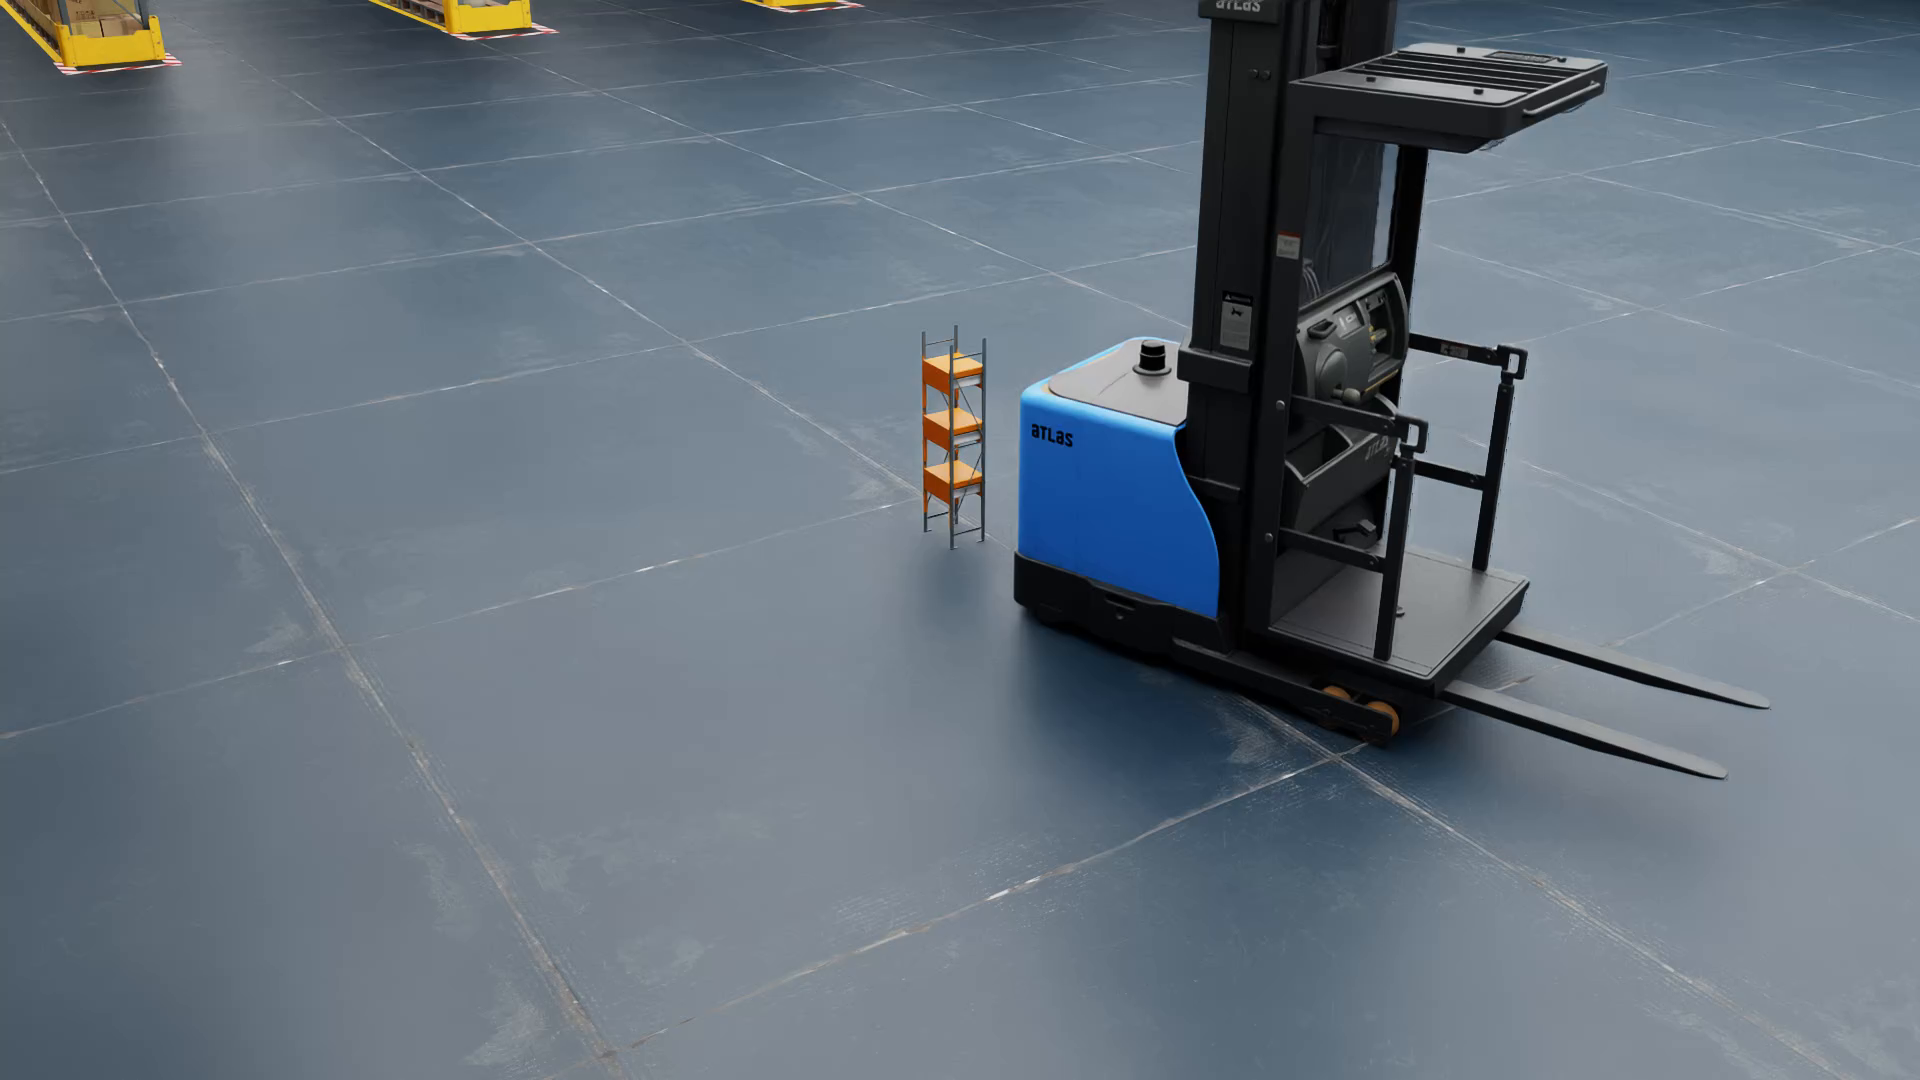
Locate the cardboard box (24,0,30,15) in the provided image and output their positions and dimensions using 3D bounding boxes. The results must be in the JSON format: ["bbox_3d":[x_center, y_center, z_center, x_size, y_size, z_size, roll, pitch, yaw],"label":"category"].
[{"bbox_3d":[-12.951,-7.600,23.564,0.500,0.250,0.500,-16,29,-30],"label":"cardboard box"}]

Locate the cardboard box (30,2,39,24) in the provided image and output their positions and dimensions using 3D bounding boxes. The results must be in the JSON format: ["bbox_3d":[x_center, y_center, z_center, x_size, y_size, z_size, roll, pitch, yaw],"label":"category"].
[{"bbox_3d":[-12.413,-7.240,22.801,0.500,0.250,0.500,-16,29,-30],"label":"cardboard box"}]

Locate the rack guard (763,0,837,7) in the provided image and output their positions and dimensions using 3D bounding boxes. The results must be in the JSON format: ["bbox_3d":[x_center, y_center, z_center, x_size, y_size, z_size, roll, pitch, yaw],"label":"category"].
[{"bbox_3d":[-2.506,-8.663,26.015,1.175,0.500,0.348,-16,29,-30],"label":"rack guard"}]

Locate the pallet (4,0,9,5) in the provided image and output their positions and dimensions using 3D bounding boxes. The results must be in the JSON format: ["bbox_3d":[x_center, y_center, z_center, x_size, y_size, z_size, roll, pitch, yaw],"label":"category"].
[{"bbox_3d":[-14.717,-8.756,26.550,1.003,0.211,1.213,-16,29,-30],"label":"pallet"}]

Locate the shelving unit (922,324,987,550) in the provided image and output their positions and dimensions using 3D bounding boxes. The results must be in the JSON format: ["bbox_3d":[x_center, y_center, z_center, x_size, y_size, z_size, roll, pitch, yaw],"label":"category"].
[{"bbox_3d":[-0.029,-0.494,8.066,0.215,1.050,0.252,-16,29,-30],"label":"shelving unit"}]

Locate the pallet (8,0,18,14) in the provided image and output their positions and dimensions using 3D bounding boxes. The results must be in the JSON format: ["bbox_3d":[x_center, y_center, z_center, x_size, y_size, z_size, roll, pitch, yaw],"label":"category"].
[{"bbox_3d":[-14.055,-8.320,25.627,1.003,0.211,1.213,-16,29,-30],"label":"pallet"}]

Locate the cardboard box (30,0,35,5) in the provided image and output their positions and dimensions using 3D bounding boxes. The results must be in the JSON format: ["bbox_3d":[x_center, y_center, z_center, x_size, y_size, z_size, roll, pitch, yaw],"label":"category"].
[{"bbox_3d":[-12.413,-7.579,22.641,0.500,0.500,0.500,-16,29,-30],"label":"cardboard box"}]

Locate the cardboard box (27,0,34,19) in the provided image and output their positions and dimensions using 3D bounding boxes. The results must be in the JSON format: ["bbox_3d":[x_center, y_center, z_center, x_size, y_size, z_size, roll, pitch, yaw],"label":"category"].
[{"bbox_3d":[-12.682,-7.420,23.182,0.500,0.250,0.500,-16,29,-30],"label":"cardboard box"}]

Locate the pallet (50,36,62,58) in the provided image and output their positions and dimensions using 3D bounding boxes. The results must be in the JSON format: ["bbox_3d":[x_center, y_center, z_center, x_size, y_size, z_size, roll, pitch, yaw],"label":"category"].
[{"bbox_3d":[-11.219,-6.462,21.691,1.003,0.211,1.213,-16,29,-30],"label":"pallet"}]

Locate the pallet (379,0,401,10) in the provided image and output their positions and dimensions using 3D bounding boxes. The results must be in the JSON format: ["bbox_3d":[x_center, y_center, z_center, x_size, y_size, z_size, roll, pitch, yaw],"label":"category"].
[{"bbox_3d":[-8.466,-8.532,26.076,1.003,0.211,1.213,-16,29,-30],"label":"pallet"}]

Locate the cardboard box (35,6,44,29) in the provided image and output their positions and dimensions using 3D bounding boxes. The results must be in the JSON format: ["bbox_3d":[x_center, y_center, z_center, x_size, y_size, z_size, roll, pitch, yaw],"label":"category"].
[{"bbox_3d":[-12.135,-7.062,22.425,0.500,0.250,0.500,-16,29,-30],"label":"cardboard box"}]

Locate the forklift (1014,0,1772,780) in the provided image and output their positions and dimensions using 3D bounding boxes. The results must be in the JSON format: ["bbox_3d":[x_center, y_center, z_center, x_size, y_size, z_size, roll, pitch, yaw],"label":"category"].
[{"bbox_3d":[1.721,-0.777,6.464,3.031,2.935,1.130,18,31,33],"label":"forklift"}]

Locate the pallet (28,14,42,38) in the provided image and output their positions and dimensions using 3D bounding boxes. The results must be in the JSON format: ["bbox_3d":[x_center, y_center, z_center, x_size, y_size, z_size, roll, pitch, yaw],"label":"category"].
[{"bbox_3d":[-12.551,-7.334,23.539,1.003,0.211,1.213,-16,29,-30],"label":"pallet"}]

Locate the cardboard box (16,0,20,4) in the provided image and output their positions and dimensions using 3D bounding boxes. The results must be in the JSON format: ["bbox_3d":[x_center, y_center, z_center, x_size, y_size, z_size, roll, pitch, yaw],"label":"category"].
[{"bbox_3d":[-13.694,-8.098,24.620,0.500,0.250,0.500,-16,30,-30],"label":"cardboard box"}]

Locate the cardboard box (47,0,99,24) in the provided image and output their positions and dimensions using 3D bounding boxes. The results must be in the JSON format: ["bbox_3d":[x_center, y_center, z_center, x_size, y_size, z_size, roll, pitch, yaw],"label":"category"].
[{"bbox_3d":[-11.308,-6.867,21.133,0.500,0.500,0.500,-16,29,-30],"label":"cardboard box"}]

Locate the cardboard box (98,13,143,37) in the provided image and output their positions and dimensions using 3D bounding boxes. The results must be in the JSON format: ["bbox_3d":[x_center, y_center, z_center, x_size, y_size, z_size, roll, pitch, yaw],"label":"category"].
[{"bbox_3d":[-10.872,-6.649,21.550,0.500,0.250,0.500,-16,29,-30],"label":"cardboard box"}]

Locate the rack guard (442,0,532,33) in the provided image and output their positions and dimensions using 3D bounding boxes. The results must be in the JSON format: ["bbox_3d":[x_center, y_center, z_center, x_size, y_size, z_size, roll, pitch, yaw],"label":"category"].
[{"bbox_3d":[-6.695,-7.498,23.547,1.175,0.500,0.348,-16,29,-30],"label":"rack guard"}]

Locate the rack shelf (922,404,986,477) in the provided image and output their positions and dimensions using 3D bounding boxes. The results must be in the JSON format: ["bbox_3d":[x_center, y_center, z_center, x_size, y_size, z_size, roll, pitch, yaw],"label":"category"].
[{"bbox_3d":[-0.029,-0.484,8.071,0.215,0.259,0.240,-16,29,-30],"label":"rack shelf"}]

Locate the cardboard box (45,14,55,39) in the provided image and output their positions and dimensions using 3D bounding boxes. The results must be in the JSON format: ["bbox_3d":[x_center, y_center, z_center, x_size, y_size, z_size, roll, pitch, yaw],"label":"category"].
[{"bbox_3d":[-11.589,-6.704,21.667,0.500,0.250,0.500,-16,29,-30],"label":"cardboard box"}]

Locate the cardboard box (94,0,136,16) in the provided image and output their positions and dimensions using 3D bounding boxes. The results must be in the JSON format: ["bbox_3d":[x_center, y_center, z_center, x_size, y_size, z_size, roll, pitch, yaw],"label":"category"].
[{"bbox_3d":[-11.147,-7.167,21.768,0.500,0.500,0.500,-16,29,-30],"label":"cardboard box"}]

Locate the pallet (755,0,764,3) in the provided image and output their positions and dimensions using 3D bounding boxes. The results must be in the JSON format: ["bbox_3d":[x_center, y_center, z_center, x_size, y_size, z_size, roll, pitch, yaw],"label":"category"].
[{"bbox_3d":[-2.919,-8.831,26.710,1.003,0.211,1.213,-16,29,-30],"label":"pallet"}]

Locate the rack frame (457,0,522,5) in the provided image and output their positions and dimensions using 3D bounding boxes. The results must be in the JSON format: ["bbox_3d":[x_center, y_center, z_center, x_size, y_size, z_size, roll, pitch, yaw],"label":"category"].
[{"bbox_3d":[-6.614,-8.612,22.979,1.000,3.000,0.127,-16,29,-30],"label":"rack frame"}]

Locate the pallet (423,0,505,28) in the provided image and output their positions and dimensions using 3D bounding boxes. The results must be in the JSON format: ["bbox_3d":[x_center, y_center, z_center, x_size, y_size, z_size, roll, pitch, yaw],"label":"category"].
[{"bbox_3d":[-7.134,-7.659,24.227,1.003,0.211,1.213,-16,29,-30],"label":"pallet"}]

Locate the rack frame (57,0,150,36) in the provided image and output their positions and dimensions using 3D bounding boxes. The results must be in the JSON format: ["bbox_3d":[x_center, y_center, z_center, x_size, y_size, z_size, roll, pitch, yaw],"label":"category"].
[{"bbox_3d":[-10.766,-7.459,20.537,1.000,3.000,0.127,-16,29,-30],"label":"rack frame"}]

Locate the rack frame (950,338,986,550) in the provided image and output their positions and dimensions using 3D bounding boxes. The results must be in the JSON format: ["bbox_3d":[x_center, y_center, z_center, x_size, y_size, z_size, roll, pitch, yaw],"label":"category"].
[{"bbox_3d":[0.037,-0.450,7.974,0.200,1.050,0.008,-16,29,-30],"label":"rack frame"}]

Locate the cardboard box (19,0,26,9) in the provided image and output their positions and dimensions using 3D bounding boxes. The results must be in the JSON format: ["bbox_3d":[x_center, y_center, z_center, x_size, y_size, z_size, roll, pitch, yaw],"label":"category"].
[{"bbox_3d":[-13.419,-7.917,24.236,0.500,0.250,0.500,-16,30,-30],"label":"cardboard box"}]

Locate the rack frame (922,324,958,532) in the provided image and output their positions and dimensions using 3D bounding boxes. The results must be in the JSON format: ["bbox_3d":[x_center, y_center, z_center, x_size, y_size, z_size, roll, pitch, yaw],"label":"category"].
[{"bbox_3d":[-0.096,-0.538,8.159,0.200,1.050,0.008,-16,29,-30],"label":"rack frame"}]

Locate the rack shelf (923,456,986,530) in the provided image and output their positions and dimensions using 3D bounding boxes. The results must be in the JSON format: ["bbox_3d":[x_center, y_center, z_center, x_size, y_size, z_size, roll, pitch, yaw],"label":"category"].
[{"bbox_3d":[-0.029,-0.233,8.190,0.215,0.259,0.240,-16,29,-30],"label":"rack shelf"}]

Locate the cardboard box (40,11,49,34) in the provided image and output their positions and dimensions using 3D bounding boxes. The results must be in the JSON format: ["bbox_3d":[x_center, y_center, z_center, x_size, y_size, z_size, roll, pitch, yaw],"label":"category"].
[{"bbox_3d":[-11.864,-6.883,22.045,0.500,0.250,0.500,-16,29,-30],"label":"cardboard box"}]

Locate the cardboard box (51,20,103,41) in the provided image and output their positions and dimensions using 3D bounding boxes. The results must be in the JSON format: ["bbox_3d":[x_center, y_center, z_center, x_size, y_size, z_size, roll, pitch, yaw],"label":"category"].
[{"bbox_3d":[-11.306,-6.528,21.294,0.500,0.250,0.500,-16,29,-30],"label":"cardboard box"}]

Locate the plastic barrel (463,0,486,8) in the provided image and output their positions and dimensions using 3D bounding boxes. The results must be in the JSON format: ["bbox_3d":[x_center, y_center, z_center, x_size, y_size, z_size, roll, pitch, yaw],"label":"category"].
[{"bbox_3d":[-7.037,-7.894,23.881,0.421,0.512,0.421,0,25,0],"label":"plastic barrel"}]

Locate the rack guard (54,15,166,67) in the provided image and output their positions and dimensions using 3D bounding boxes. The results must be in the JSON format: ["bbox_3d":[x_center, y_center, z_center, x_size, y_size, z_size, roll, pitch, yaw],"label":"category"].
[{"bbox_3d":[-10.753,-6.320,21.052,1.175,0.500,0.348,-16,29,-30],"label":"rack guard"}]

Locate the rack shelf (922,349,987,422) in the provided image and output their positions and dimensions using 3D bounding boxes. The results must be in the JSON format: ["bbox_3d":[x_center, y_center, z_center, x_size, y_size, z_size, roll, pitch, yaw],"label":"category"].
[{"bbox_3d":[-0.029,-0.741,7.950,0.215,0.259,0.240,-16,29,-30],"label":"rack shelf"}]

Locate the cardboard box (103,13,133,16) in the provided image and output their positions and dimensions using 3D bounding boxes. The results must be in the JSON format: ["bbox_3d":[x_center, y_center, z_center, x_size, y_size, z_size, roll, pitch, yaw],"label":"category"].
[{"bbox_3d":[-11.149,-6.827,21.927,0.500,0.250,0.500,-16,29,-30],"label":"cardboard box"}]

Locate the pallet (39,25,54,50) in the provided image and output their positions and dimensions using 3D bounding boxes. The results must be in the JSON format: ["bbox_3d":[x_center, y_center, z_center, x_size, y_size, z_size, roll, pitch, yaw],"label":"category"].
[{"bbox_3d":[-11.881,-6.898,22.614,1.003,0.211,1.213,-16,29,-30],"label":"pallet"}]

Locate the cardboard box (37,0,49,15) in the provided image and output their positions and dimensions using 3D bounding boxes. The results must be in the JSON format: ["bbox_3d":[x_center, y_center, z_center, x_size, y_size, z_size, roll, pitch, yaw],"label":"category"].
[{"bbox_3d":[-11.866,-7.221,21.884,0.500,0.500,0.500,-16,29,-30],"label":"cardboard box"}]

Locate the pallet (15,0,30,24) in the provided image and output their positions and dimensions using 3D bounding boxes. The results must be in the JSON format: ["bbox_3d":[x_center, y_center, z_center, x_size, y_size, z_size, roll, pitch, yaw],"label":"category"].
[{"bbox_3d":[-13.385,-7.883,24.701,1.003,0.211,1.213,-16,29,-30],"label":"pallet"}]

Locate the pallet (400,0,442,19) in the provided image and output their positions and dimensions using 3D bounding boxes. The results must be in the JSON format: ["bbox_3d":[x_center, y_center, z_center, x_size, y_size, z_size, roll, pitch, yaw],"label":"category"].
[{"bbox_3d":[-7.796,-8.095,25.150,1.003,0.211,1.213,-16,29,-30],"label":"pallet"}]

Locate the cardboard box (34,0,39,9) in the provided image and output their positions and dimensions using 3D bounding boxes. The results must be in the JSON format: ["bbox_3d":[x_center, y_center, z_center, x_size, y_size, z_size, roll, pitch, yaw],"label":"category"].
[{"bbox_3d":[-12.138,-7.400,22.263,0.500,0.500,0.500,-16,29,-30],"label":"cardboard box"}]
